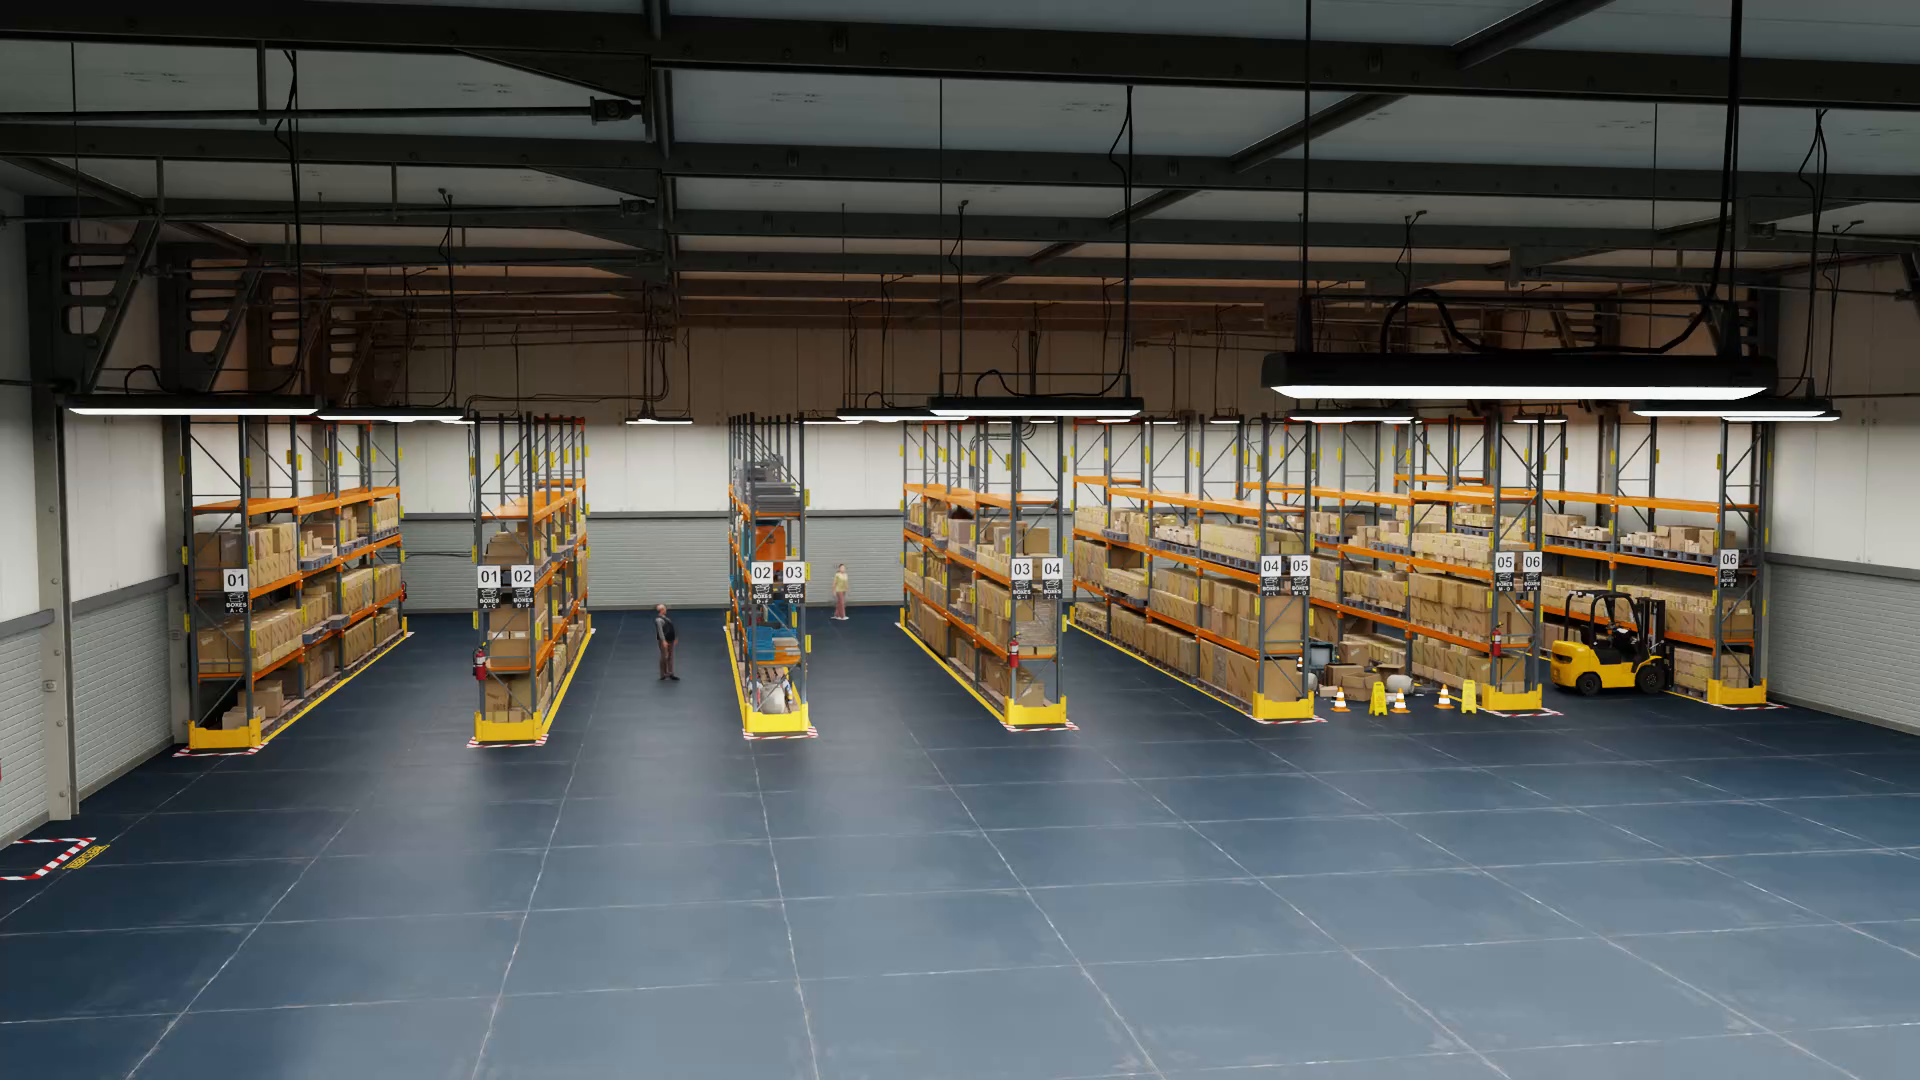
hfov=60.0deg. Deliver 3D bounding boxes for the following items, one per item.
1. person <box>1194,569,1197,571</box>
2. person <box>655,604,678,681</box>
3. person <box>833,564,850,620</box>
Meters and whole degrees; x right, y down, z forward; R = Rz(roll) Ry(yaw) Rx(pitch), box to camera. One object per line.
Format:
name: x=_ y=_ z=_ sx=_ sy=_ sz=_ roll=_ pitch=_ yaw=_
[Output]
person: x=6.617 y=1.685 z=46.668 sx=0.347 sy=1.735 sz=0.554 roll=1 pitch=4 yaw=20
person: x=-6.646 y=2.336 z=37.759 sx=0.516 sy=1.751 sz=0.580 roll=2 pitch=4 yaw=21
person: x=-3.466 y=1.546 z=49.418 sx=0.622 sy=1.661 sz=0.473 roll=2 pitch=4 yaw=29
